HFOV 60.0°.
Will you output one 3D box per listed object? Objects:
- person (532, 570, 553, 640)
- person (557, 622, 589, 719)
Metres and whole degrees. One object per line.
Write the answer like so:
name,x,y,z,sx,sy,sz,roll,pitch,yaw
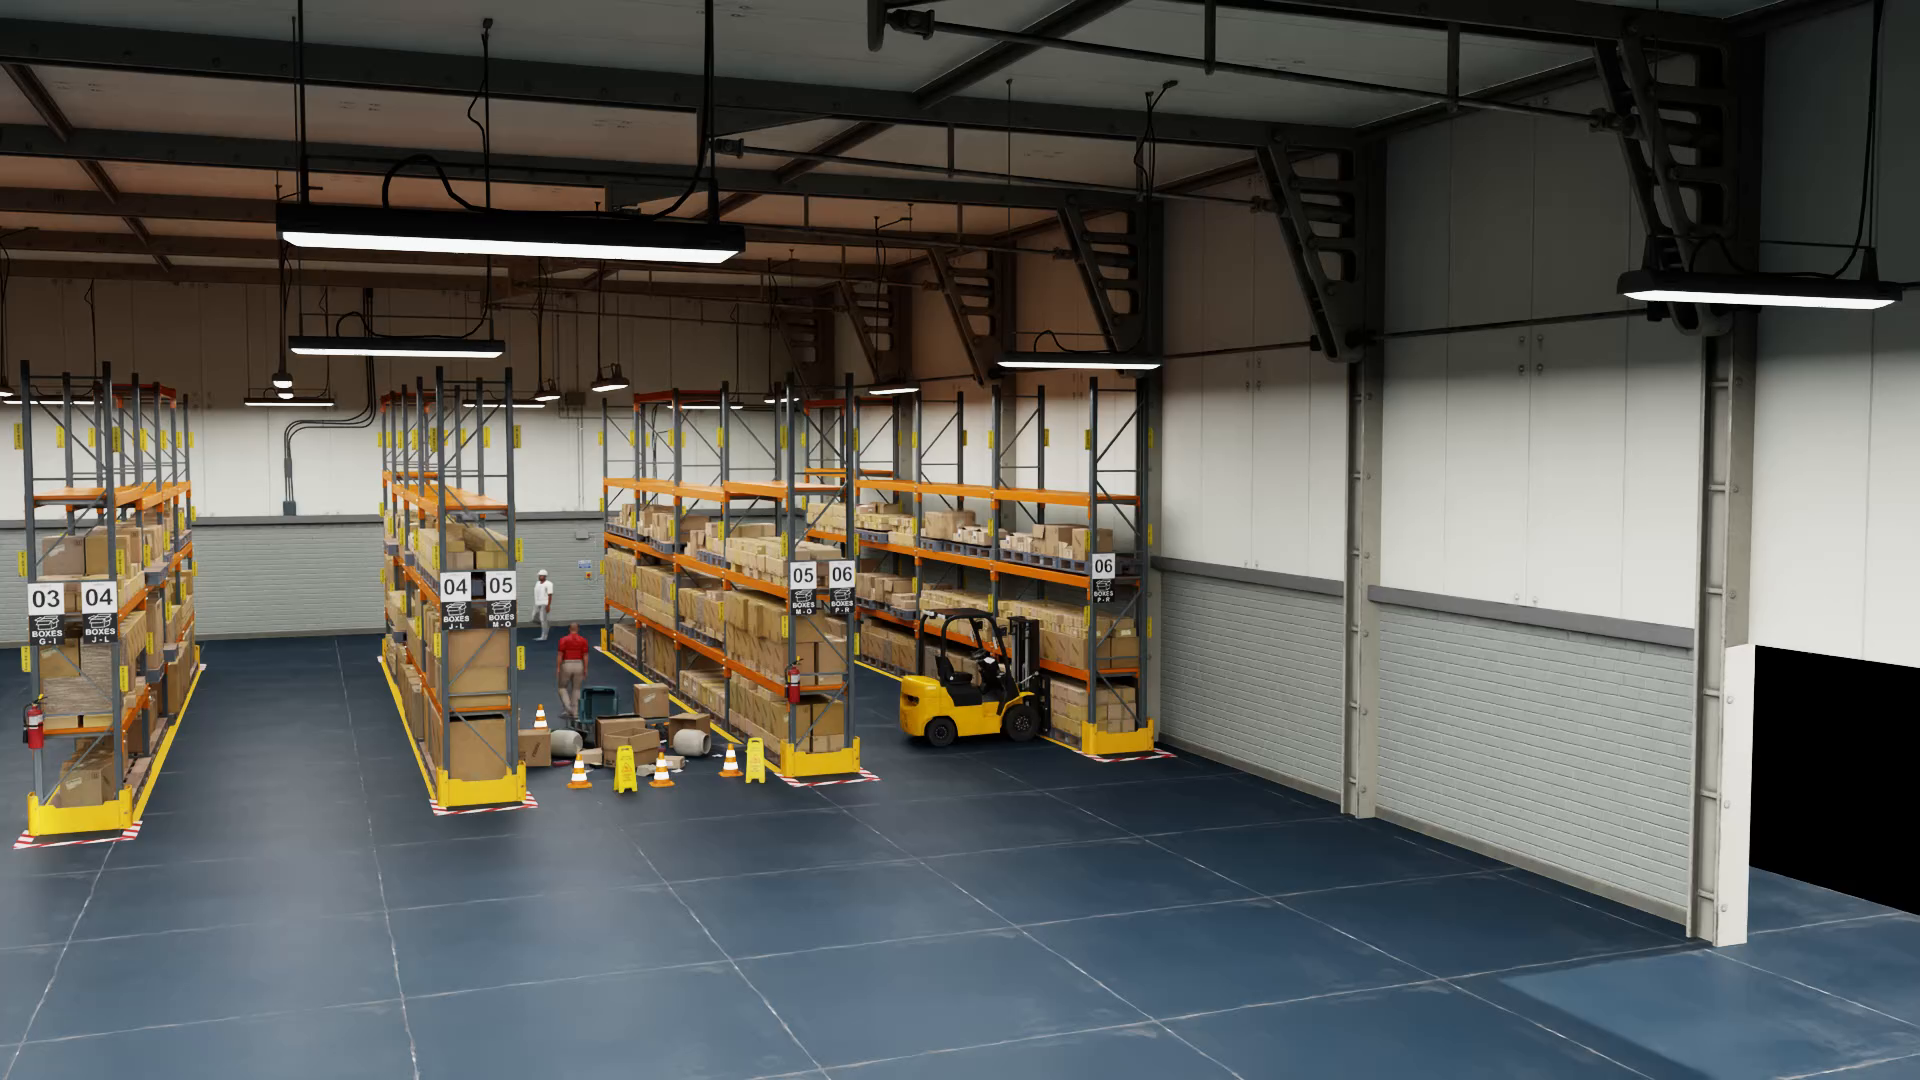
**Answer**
person,-10.401,1.612,41.498,0.575,1.756,0.562,2,4,33
person,-6.943,2.337,29.826,0.574,1.726,0.484,-1,4,-21
